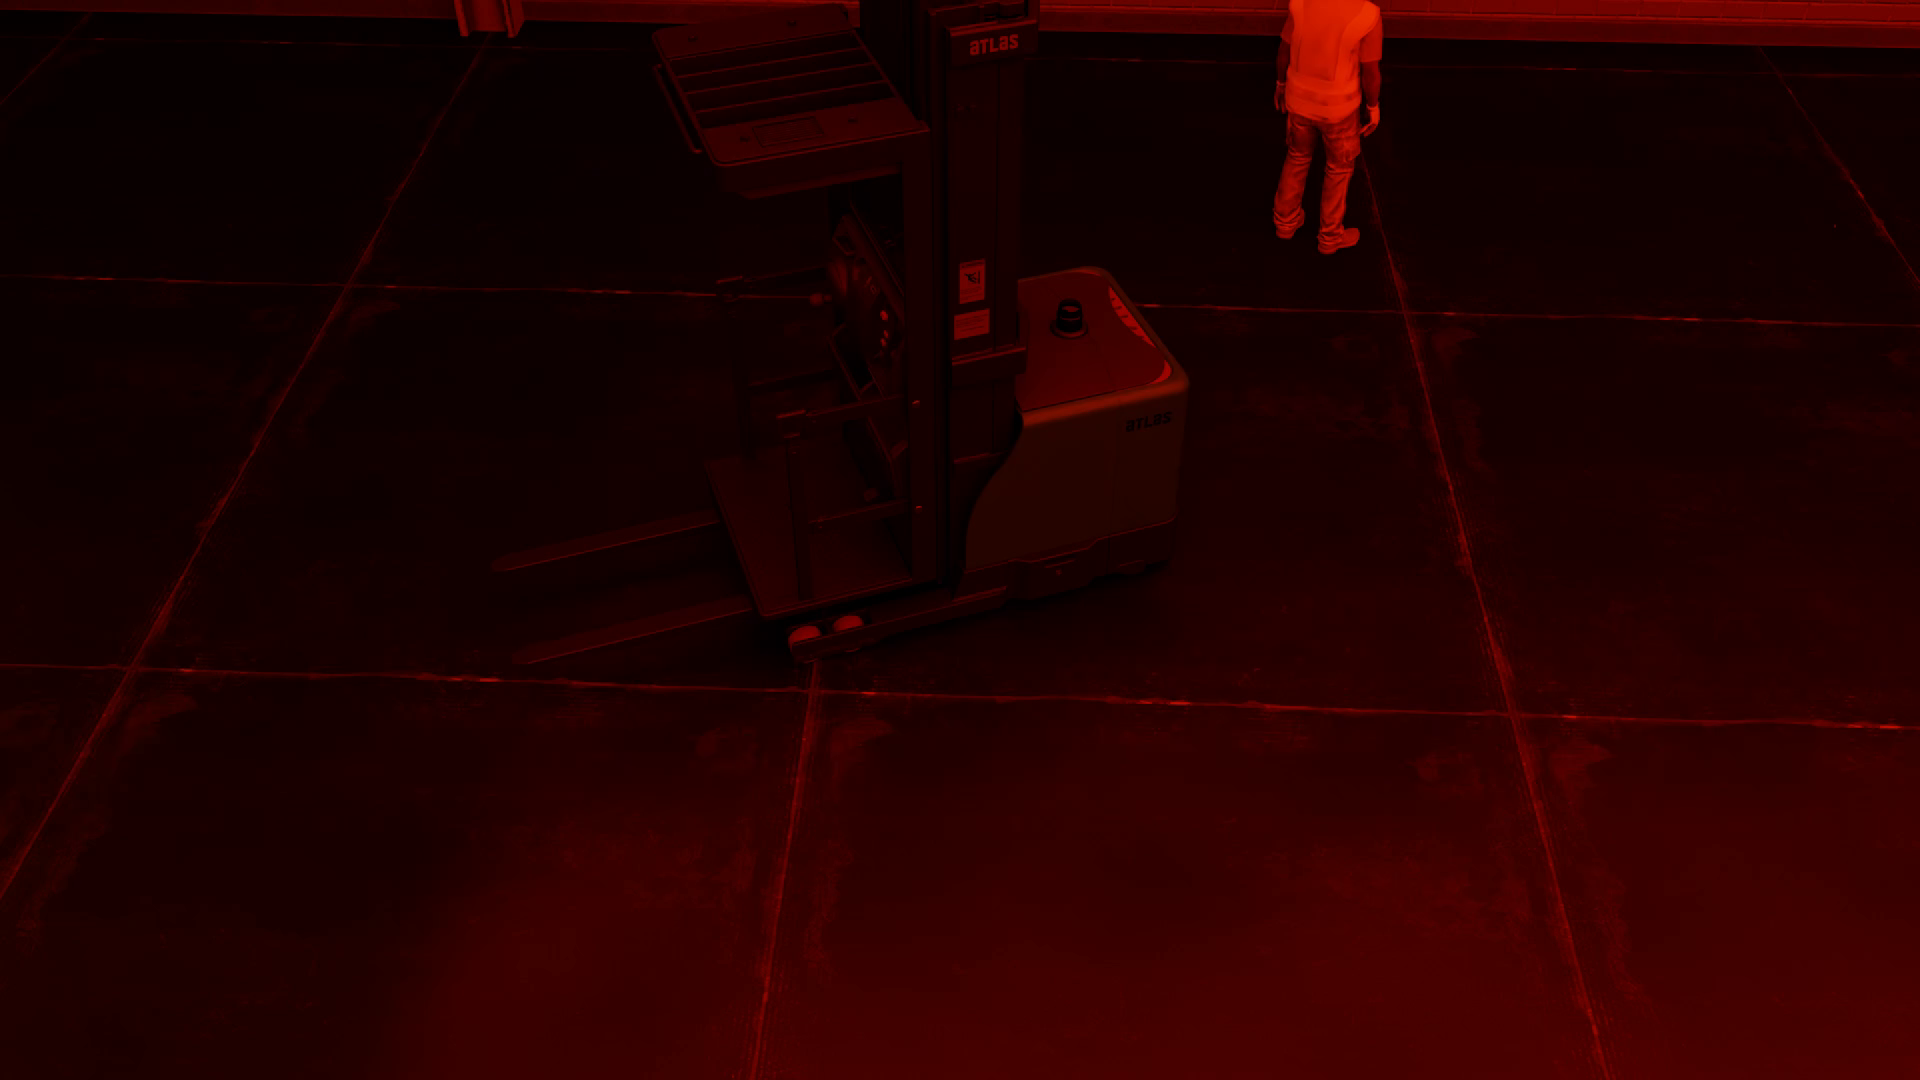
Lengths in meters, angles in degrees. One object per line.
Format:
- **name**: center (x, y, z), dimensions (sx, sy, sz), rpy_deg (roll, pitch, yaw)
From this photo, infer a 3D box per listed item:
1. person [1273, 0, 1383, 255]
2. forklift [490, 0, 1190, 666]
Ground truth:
- **person**: center (2.051, -2.466, 9.305), dimensions (0.625, 1.773, 0.452), rpy_deg (26, 48, 25)
- **forklift**: center (-0.573, -0.945, 6.778), dimensions (3.031, 2.935, 1.130), rpy_deg (-13, 44, -14)
